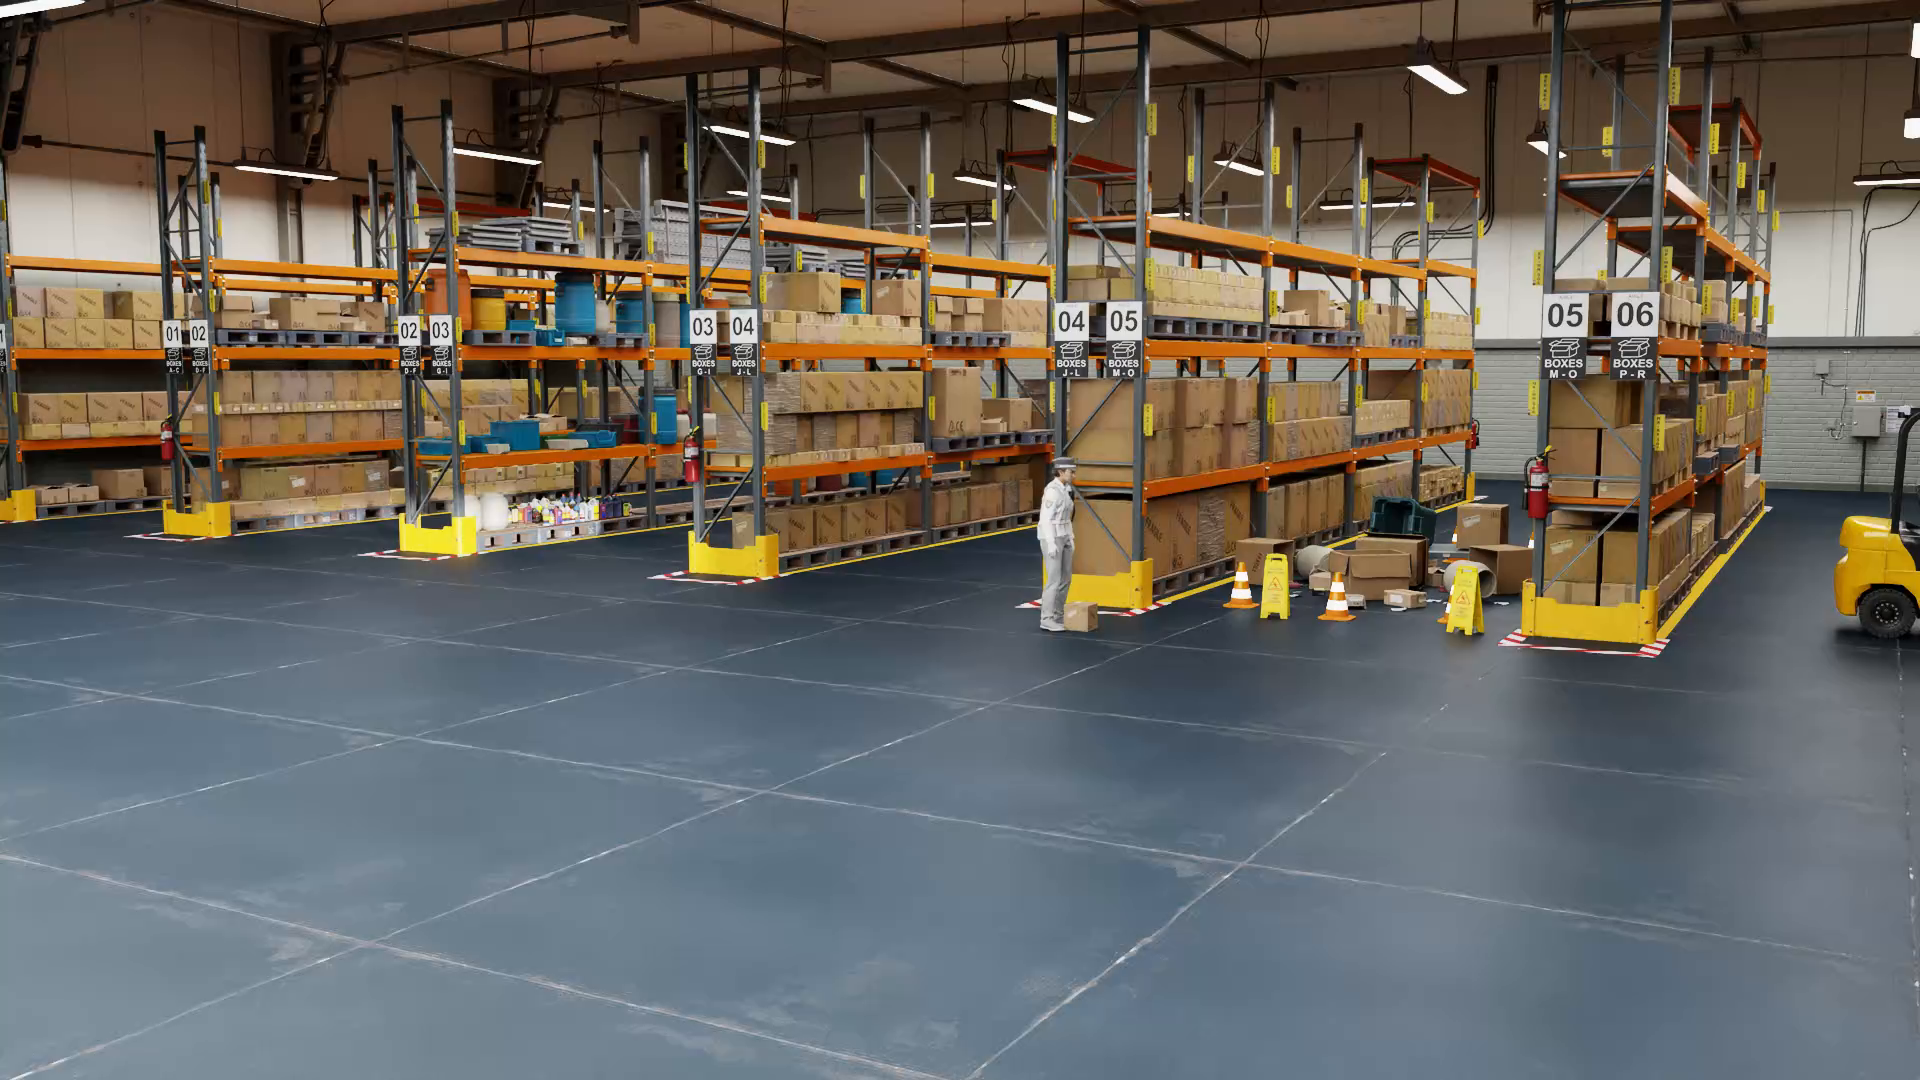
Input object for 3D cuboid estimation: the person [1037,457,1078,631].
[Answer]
[{"bbox_3d":[0.956,0.025,16.112,0.373,1.663,0.528,3,7,29],"label":"person"}]
